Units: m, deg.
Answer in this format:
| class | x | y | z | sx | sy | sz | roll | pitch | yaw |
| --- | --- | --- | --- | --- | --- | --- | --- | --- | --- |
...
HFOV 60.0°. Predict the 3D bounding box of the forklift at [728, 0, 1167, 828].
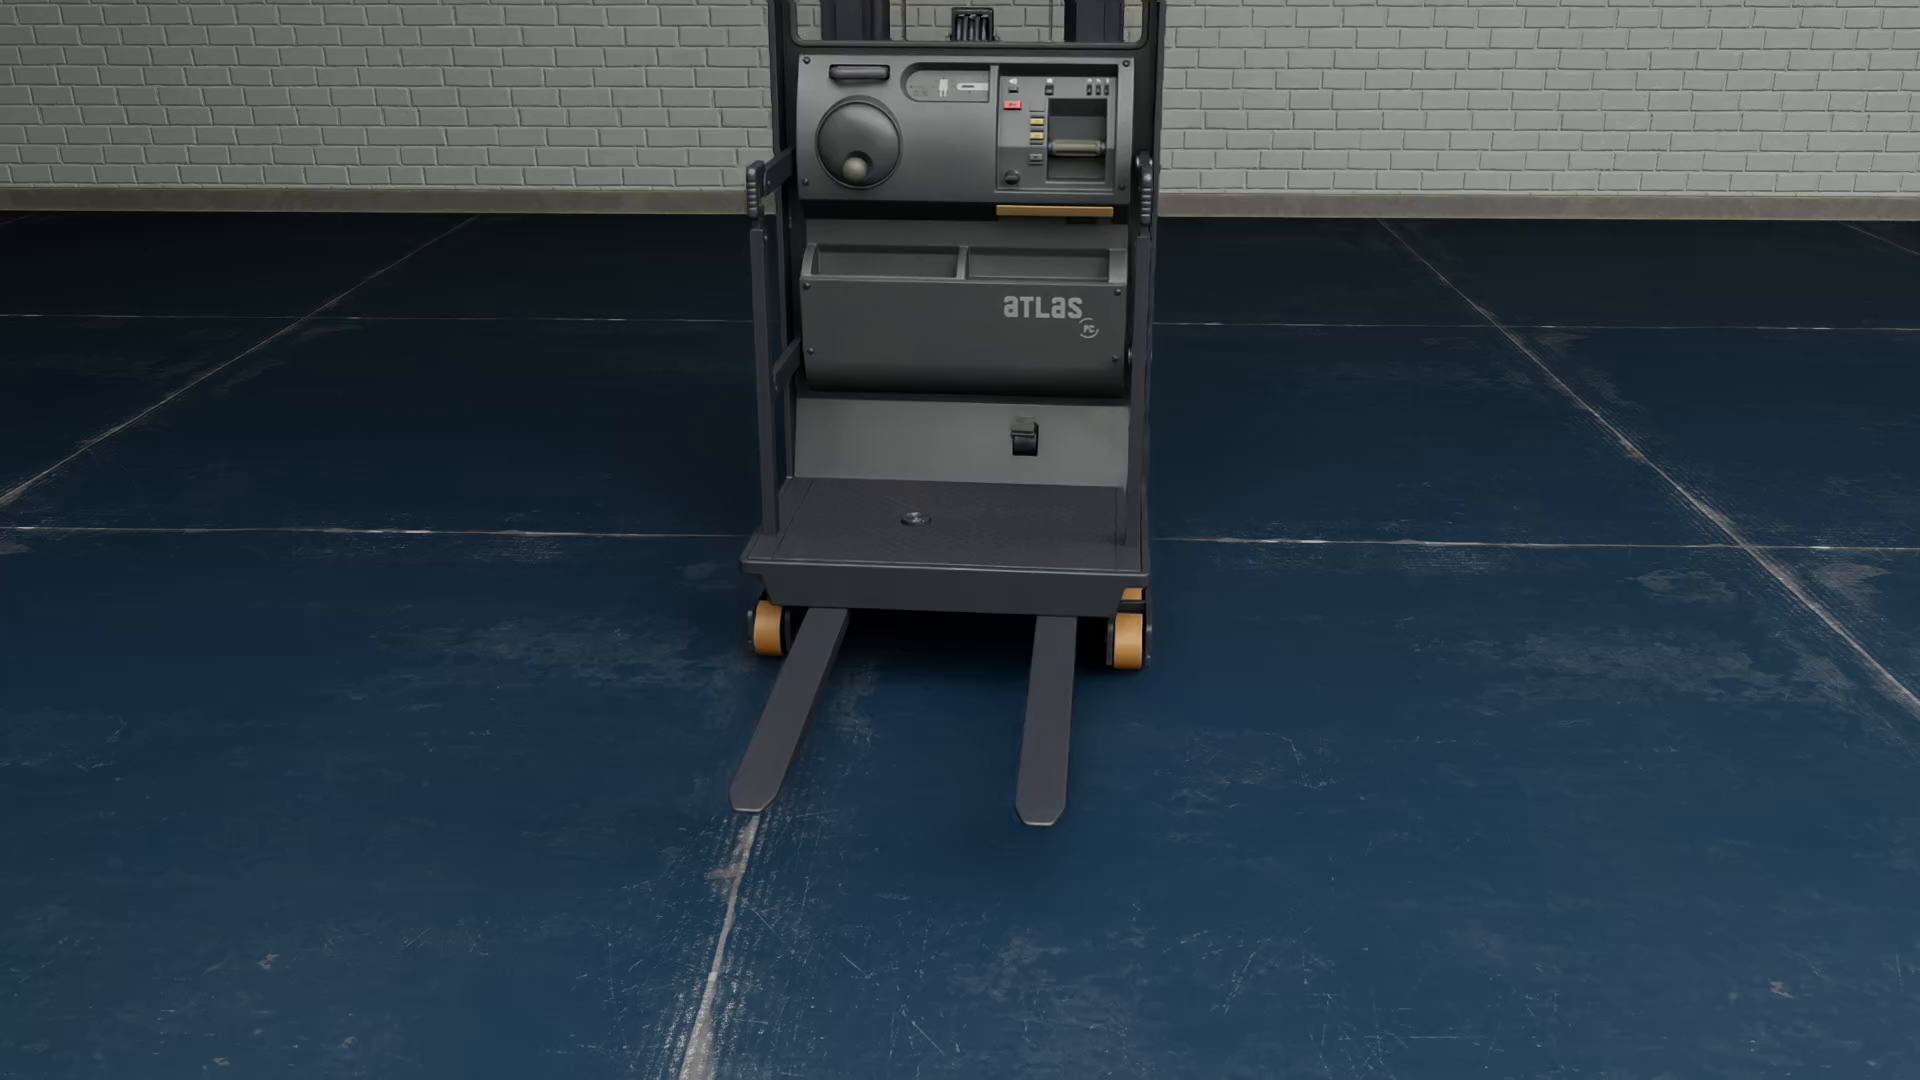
| class | x | y | z | sx | sy | sz | roll | pitch | yaw |
| --- | --- | --- | --- | --- | --- | --- | --- | --- | --- |
| forklift | -0.005 | -1.131 | 4.391 | 1.130 | 2.935 | 3.031 | 2 | 21 | 5 |
